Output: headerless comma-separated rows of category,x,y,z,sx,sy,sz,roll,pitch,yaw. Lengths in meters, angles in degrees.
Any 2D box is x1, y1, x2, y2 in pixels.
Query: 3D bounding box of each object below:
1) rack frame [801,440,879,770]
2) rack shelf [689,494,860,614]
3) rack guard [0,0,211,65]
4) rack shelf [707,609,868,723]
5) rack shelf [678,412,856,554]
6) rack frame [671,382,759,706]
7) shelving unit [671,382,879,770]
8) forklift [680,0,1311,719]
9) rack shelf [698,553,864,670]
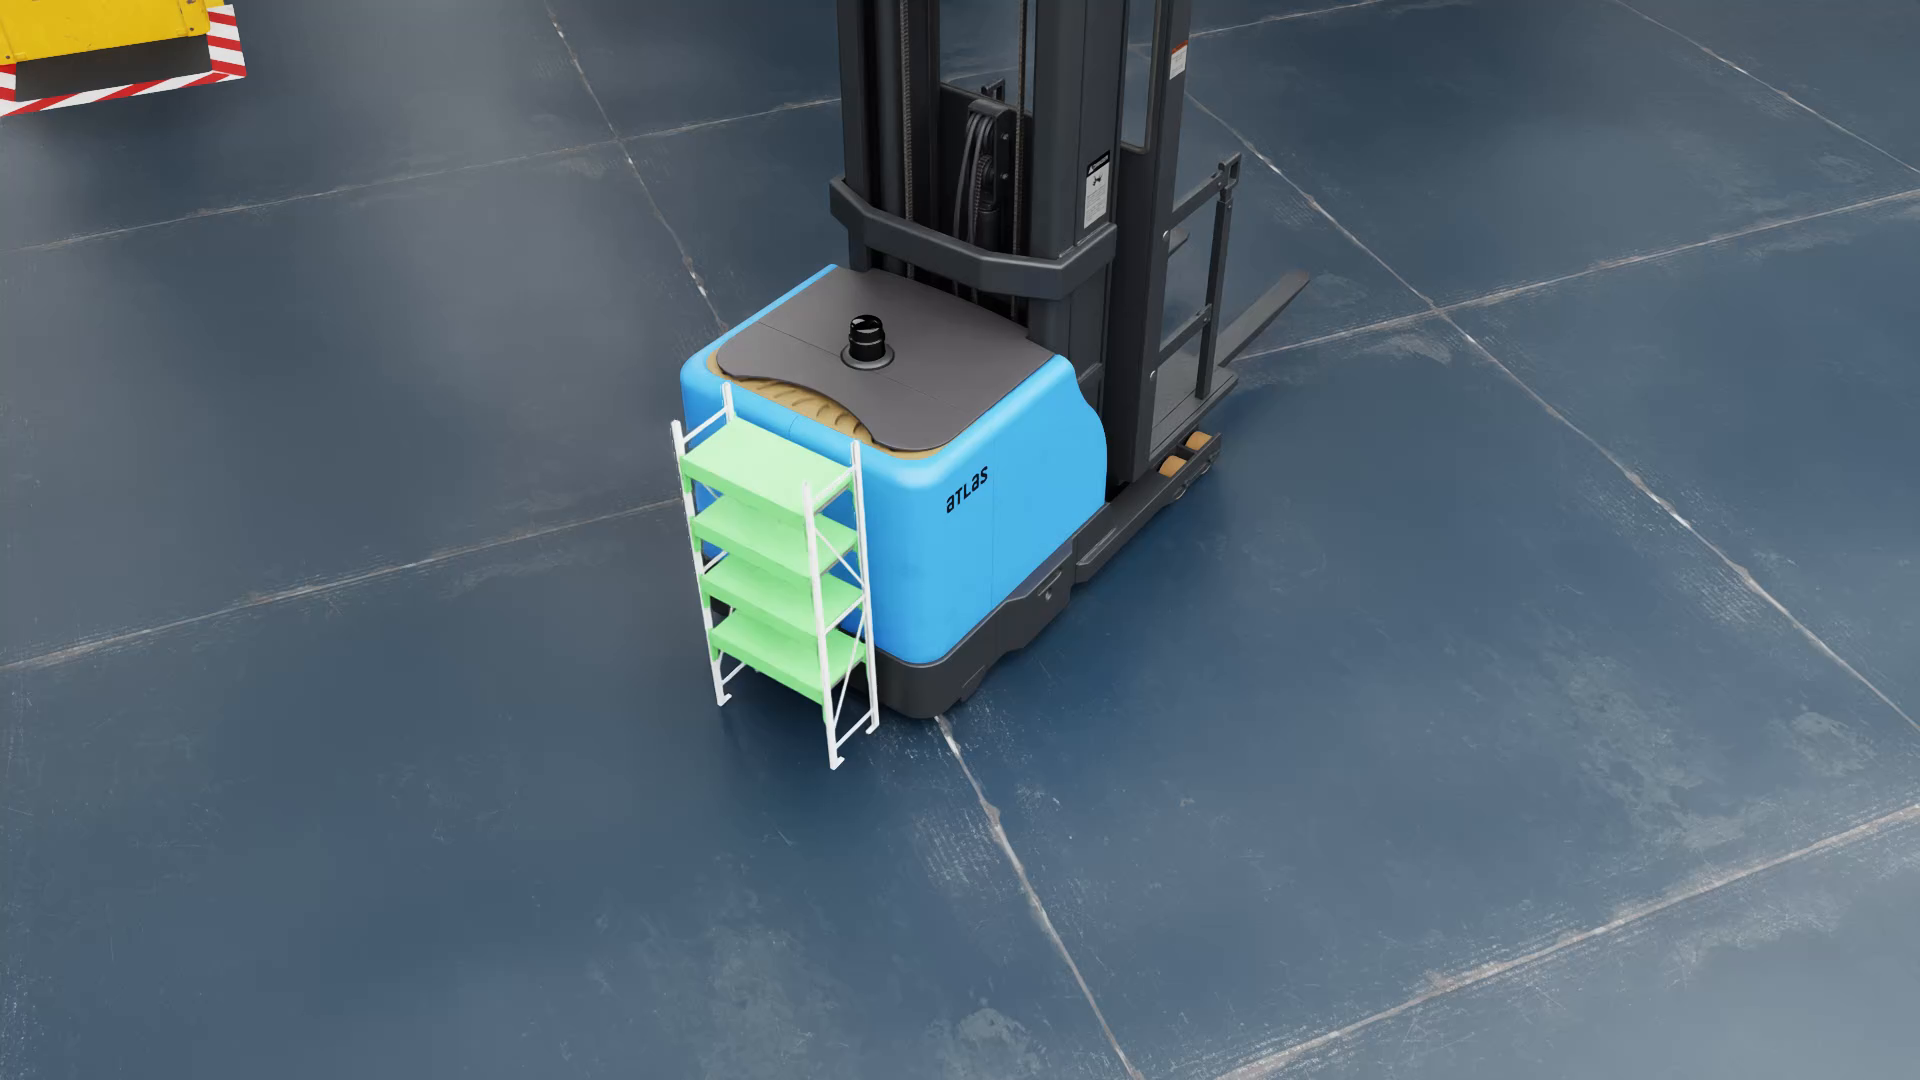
rack frame,-0.353,0.230,5.057,0.015,1.200,0.240,25,48,26
rack shelf,-0.554,0.006,5.047,0.480,0.148,0.258,25,48,26
rack guard,-4.965,-3.097,9.468,1.175,0.500,0.348,-15,43,-17
rack shelf,-0.547,0.364,5.367,0.480,0.148,0.258,25,48,26
rack shelf,-0.558,-0.172,4.887,0.480,0.148,0.258,25,48,26
rack frame,-0.750,0.045,5.272,0.015,1.200,0.240,25,48,26
shelving unit,-0.551,0.138,5.164,0.503,1.200,0.258,25,48,26
forklift,0.370,-1.440,5.677,1.130,2.935,3.031,26,47,27
rack shelf,-0.550,0.185,5.207,0.480,0.148,0.258,25,48,26
